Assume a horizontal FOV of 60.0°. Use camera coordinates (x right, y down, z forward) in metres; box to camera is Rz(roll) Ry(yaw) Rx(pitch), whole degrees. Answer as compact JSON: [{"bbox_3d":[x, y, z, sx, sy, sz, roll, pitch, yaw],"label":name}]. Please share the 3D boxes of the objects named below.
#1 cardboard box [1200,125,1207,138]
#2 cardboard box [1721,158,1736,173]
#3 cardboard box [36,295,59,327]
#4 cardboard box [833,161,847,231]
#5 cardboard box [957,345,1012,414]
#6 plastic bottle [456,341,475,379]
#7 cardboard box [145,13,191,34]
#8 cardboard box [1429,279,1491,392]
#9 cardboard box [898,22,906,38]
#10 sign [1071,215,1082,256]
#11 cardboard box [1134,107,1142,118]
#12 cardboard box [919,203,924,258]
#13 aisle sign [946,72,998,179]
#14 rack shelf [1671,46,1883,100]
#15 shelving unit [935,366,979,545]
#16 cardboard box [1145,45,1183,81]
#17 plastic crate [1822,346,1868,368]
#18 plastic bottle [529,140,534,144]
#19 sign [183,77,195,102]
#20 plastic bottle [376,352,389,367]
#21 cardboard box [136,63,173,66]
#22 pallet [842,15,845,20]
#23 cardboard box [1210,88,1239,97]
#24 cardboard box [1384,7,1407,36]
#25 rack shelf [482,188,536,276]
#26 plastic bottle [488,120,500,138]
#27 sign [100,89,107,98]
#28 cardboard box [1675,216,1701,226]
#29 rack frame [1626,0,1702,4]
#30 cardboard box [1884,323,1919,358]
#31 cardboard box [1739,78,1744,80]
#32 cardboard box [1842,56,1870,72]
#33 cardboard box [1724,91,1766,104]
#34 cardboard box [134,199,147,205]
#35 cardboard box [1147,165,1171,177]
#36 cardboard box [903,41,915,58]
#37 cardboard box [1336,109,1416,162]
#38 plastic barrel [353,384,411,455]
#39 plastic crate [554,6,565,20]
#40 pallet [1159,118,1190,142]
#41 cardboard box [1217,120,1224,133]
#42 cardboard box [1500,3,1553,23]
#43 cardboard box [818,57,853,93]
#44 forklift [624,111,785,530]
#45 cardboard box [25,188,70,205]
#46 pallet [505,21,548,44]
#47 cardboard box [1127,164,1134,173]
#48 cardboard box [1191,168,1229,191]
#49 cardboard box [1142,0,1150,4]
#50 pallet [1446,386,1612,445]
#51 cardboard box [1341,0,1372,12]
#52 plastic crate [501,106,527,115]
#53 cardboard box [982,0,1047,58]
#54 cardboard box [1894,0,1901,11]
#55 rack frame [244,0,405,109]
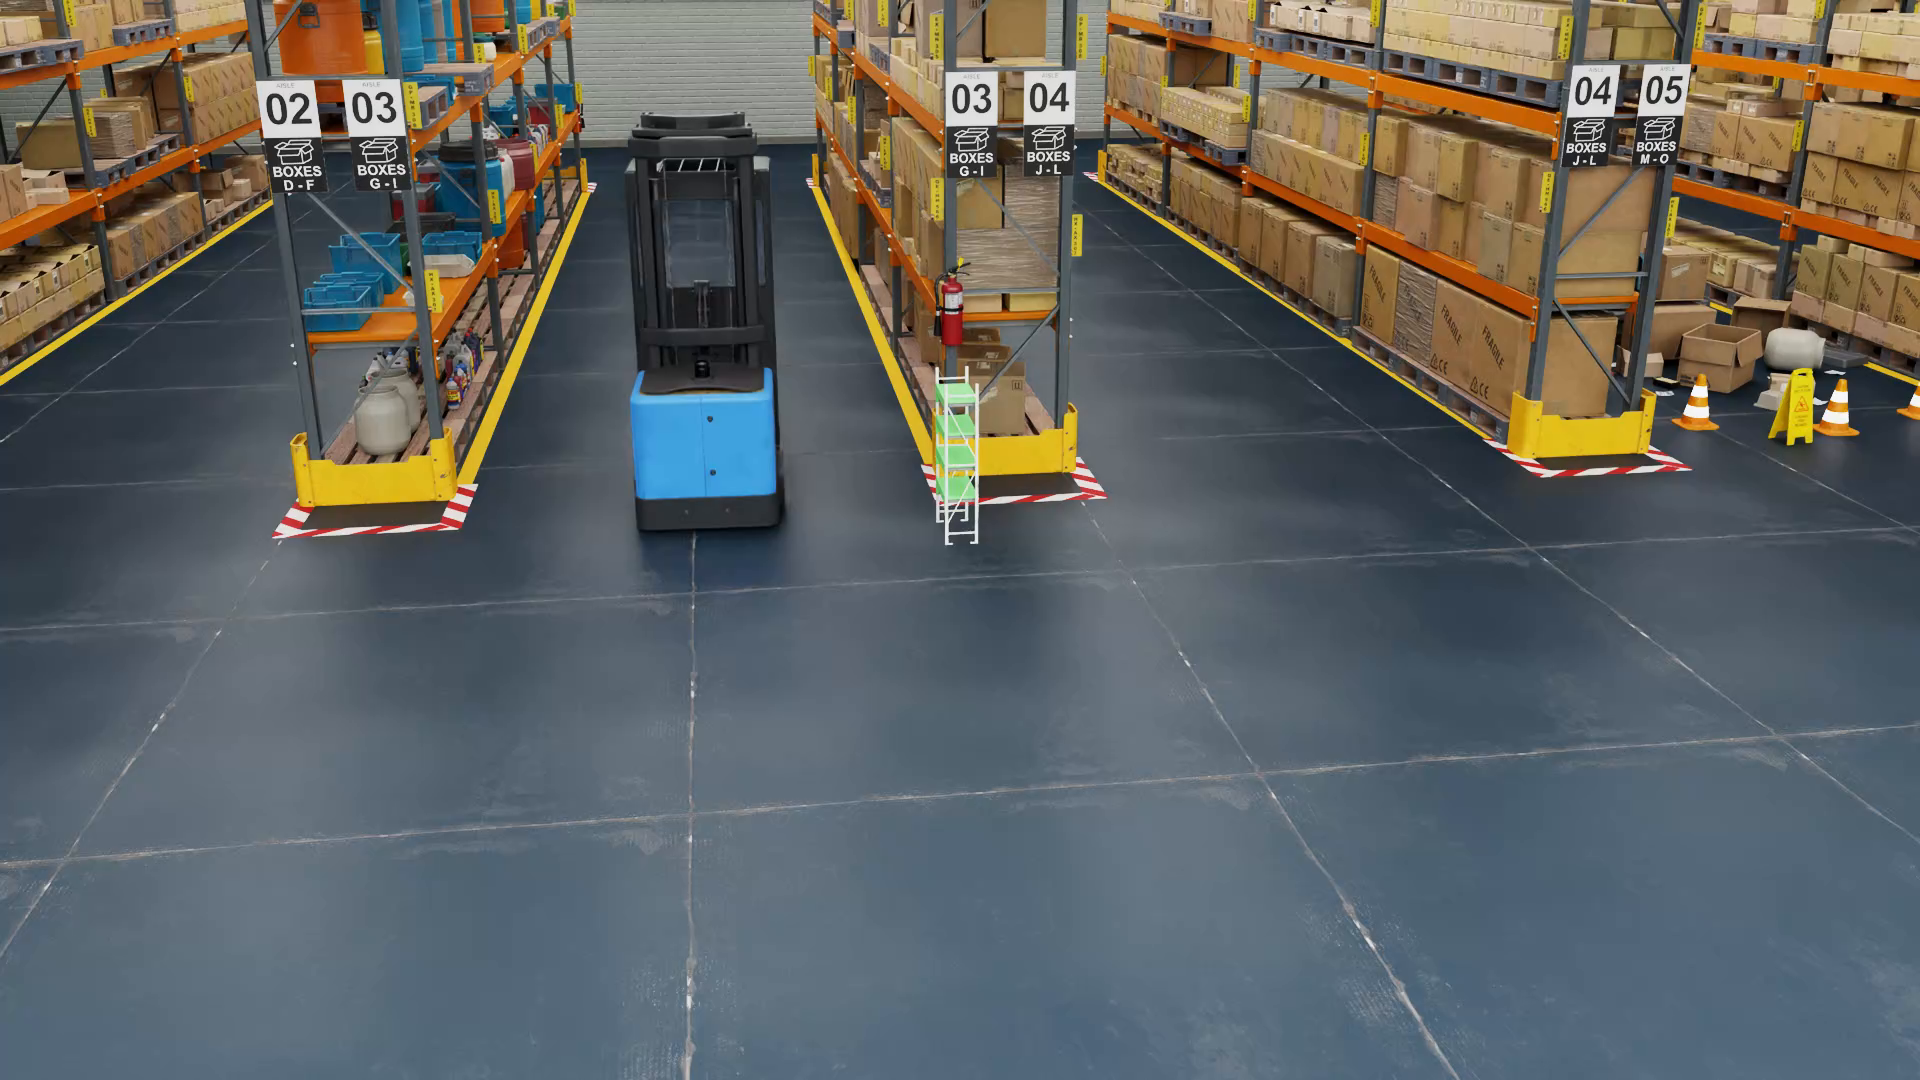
[{"bbox_3d":[3.476,-5.539,22.518,0.380,0.149,0.250,-4,21,-10],"label":"cardboard box"},{"bbox_3d":[9.126,-4.368,19.383,0.380,0.149,0.250,-3,21,-7],"label":"cardboard box"},{"bbox_3d":[-10.038,-2.452,17.824,0.500,0.250,0.500,-3,21,-7],"label":"cardboard box"},{"bbox_3d":[-1.111,-4.799,23.214,1.225,0.875,0.875,-4,21,-10],"label":"cardboard box"},{"bbox_3d":[0.183,-1.420,14.705,0.500,0.500,0.500,2,21,6],"label":"cardboard box"},{"bbox_3d":[-4.649,-1.686,15.600,0.144,0.351,0.185,-3,21,-8],"label":"plastic bottle"},{"bbox_3d":[-10.982,-7.145,22.986,0.500,0.250,0.500,-3,21,-8],"label":"cardboard box"},{"bbox_3d":[5.007,-1.925,15.520,0.875,0.875,0.875,-3,21,-9],"label":"cardboard box"},{"bbox_3d":[-0.434,-5.217,17.201,0.396,0.266,0.258,-2,21,-6],"label":"cardboard box"},{"bbox_3d":[0.914,-2.405,13.132,0.100,0.325,0.005,-3,21,-8],"label":"sign"},{"bbox_3d":[3.000,-6.849,26.627,0.380,0.149,0.250,-3,21,-7],"label":"cardboard box"},{"bbox_3d":[0.104,-2.693,14.571,0.875,0.500,0.500,-3,21,-8],"label":"cardboard box"},{"bbox_3d":[0.089,-3.154,12.657,0.394,0.787,0.004,-3,21,-8],"label":"aisle sign"},{"bbox_3d":[9.318,-5.618,19.711,1.077,0.370,4.000,-3,21,-8],"label":"rack shelf"},{"bbox_3d":[-0.024,-0.619,12.160,0.258,1.200,0.503,-3,21,-8],"label":"shelving unit"},{"bbox_3d":[3.154,-7.325,25.544,0.500,0.500,0.500,-4,21,-9],"label":"cardboard box"},{"bbox_3d":[9.021,-1.905,17.201,0.402,0.080,0.583,-11,23,-26],"label":"plastic crate"},{"bbox_3d":[-5.620,-5.081,21.709,0.152,0.276,0.135,-3,21,-8],"label":"plastic bottle"},{"bbox_3d":[-10.608,-6.201,22.876,0.100,0.325,0.005,-3,21,-8],"label":"sign"},{"bbox_3d":[-5.307,-1.560,15.262,0.144,0.351,0.185,-3,21,-8],"label":"plastic bottle"},{"bbox_3d":[-11.635,-6.658,24.183,0.500,0.500,0.500,-3,21,-7],"label":"cardboard box"},{"bbox_3d":[-1.172,-7.128,23.000,0.805,0.209,1.217,-4,21,-10],"label":"pallet"},{"bbox_3d":[3.860,-6.478,24.182,0.380,0.149,0.250,-4,21,-9],"label":"cardboard box"},{"bbox_3d":[4.516,-5.107,16.362,0.500,0.250,0.500,-3,21,-7],"label":"cardboard box"},{"bbox_3d":[-5.389,-3.463,18.229,1.077,0.370,4.000,-3,21,-8],"label":"rack shelf"},{"bbox_3d":[-6.519,-5.702,23.266,0.144,0.351,0.185,-3,21,-8],"label":"plastic bottle"},{"bbox_3d":[-11.692,-6.004,22.768,0.100,0.325,0.005,-3,21,-8],"label":"sign"},{"bbox_3d":[9.102,-4.012,21.826,0.950,0.372,0.625,-4,21,-11],"label":"cardboard box"},{"bbox_3d":[9.030,-8.053,20.915,1.000,3.000,0.127,-3,21,-8],"label":"rack frame"},{"bbox_3d":[9.653,-2.008,16.635,0.500,0.250,0.500,-4,21,-10],"label":"cardboard box"},{"bbox_3d":[13.257,-7.837,28.700,0.500,0.250,0.500,-2,21,-6],"label":"cardboard box"},{"bbox_3d":[9.389,-4.931,17.203,0.380,0.149,0.250,-3,21,-8],"label":"cardboard box"},{"bbox_3d":[9.545,-5.377,20.229,0.380,0.149,0.250,-4,21,-10],"label":"cardboard box"},{"bbox_3d":[-11.240,-4.300,22.386,0.500,0.500,0.500,-3,21,-7],"label":"cardboard box"},{"bbox_3d":[3.142,-5.765,25.988,0.380,0.149,0.250,-3,21,-8],"label":"cardboard box"},{"bbox_3d":[-0.334,-4.567,15.514,0.380,0.149,0.250,-3,21,-7],"label":"cardboard box"},{"bbox_3d":[4.569,-4.437,18.238,0.700,0.500,0.500,-3,21,-9],"label":"cardboard box"},{"bbox_3d":[-4.695,-0.978,13.503,0.421,0.512,0.421,0,20,0],"label":"plastic barrel"},{"bbox_3d":[-6.406,-8.241,26.010,0.450,0.188,0.336,-3,21,-8],"label":"plastic crate"},{"bbox_3d":[3.536,-5.981,24.216,1.003,0.211,1.213,-3,21,-8],"label":"pallet"},{"bbox_3d":[3.584,-5.416,21.764,0.380,0.149,0.250,-2,21,-6],"label":"cardboard box"},{"bbox_3d":[4.805,-4.457,14.050,0.380,0.149,0.250,-3,21,-7],"label":"cardboard box"},{"bbox_3d":[-1.975,-7.401,26.461,0.500,0.500,0.500,-3,21,-9],"label":"cardboard box"},{"bbox_3d":[-2.013,-1.918,13.161,1.130,2.935,3.031,-2,21,-6],"label":"forklift"},{"bbox_3d":[-10.177,-3.829,18.539,0.380,0.149,0.250,-3,21,-8],"label":"cardboard box"},{"bbox_3d":[-5.878,-6.535,21.409,1.003,0.211,1.213,-3,21,-8],"label":"pallet"},{"bbox_3d":[2.983,-6.174,27.509,0.380,0.149,0.250,-4,21,-10],"label":"cardboard box"},{"bbox_3d":[3.563,-5.089,23.456,0.500,0.250,0.500,-2,21,-6],"label":"cardboard box"},{"bbox_3d":[3.108,-8.420,25.684,0.500,0.250,0.500,-2,21,-6],"label":"cardboard box"},{"bbox_3d":[5.107,-1.154,15.005,1.003,0.211,1.213,-3,21,-8],"label":"pallet"},{"bbox_3d":[4.674,-6.065,18.995,0.500,0.500,0.500,-3,21,-8],"label":"cardboard box"},{"bbox_3d":[-6.888,-6.550,25.620,0.416,0.233,0.300,-3,21,-8],"label":"plastic crate"},{"bbox_3d":[0.430,-4.326,13.941,0.500,0.500,0.500,-3,21,-8],"label":"cardboard box"},{"bbox_3d":[13.492,-7.573,23.562,0.380,0.149,0.250,-2,21,-6],"label":"cardboard box"},{"bbox_3d":[-4.525,-4.533,11.492,1.000,3.000,0.127,-3,21,-8],"label":"rack frame"}]
